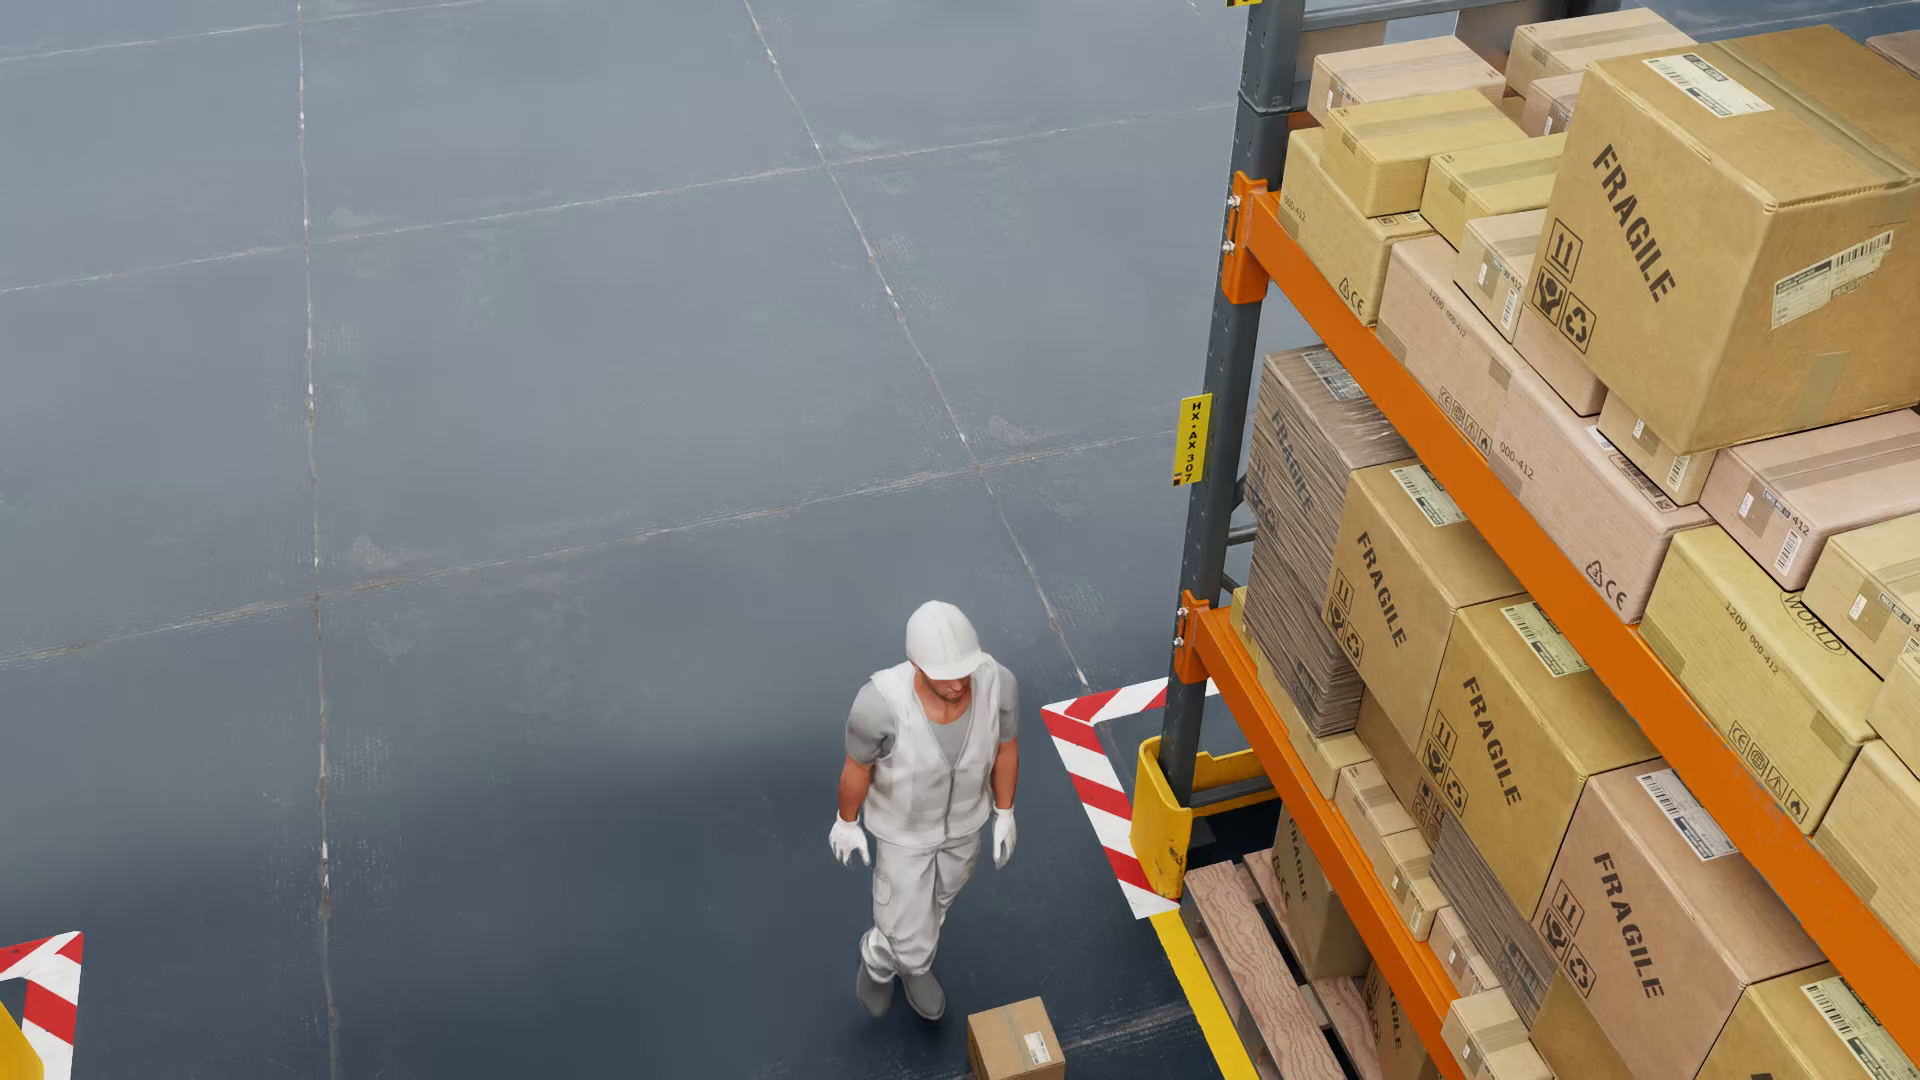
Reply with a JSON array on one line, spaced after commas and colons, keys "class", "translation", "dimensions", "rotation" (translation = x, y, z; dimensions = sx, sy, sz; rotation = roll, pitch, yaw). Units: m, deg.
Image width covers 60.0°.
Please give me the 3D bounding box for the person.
[{"class": "person", "translation": [-0.069, 0.900, 5.120], "dimensions": [0.606, 1.788, 0.461], "rotation": [-18, 45, -19]}]
